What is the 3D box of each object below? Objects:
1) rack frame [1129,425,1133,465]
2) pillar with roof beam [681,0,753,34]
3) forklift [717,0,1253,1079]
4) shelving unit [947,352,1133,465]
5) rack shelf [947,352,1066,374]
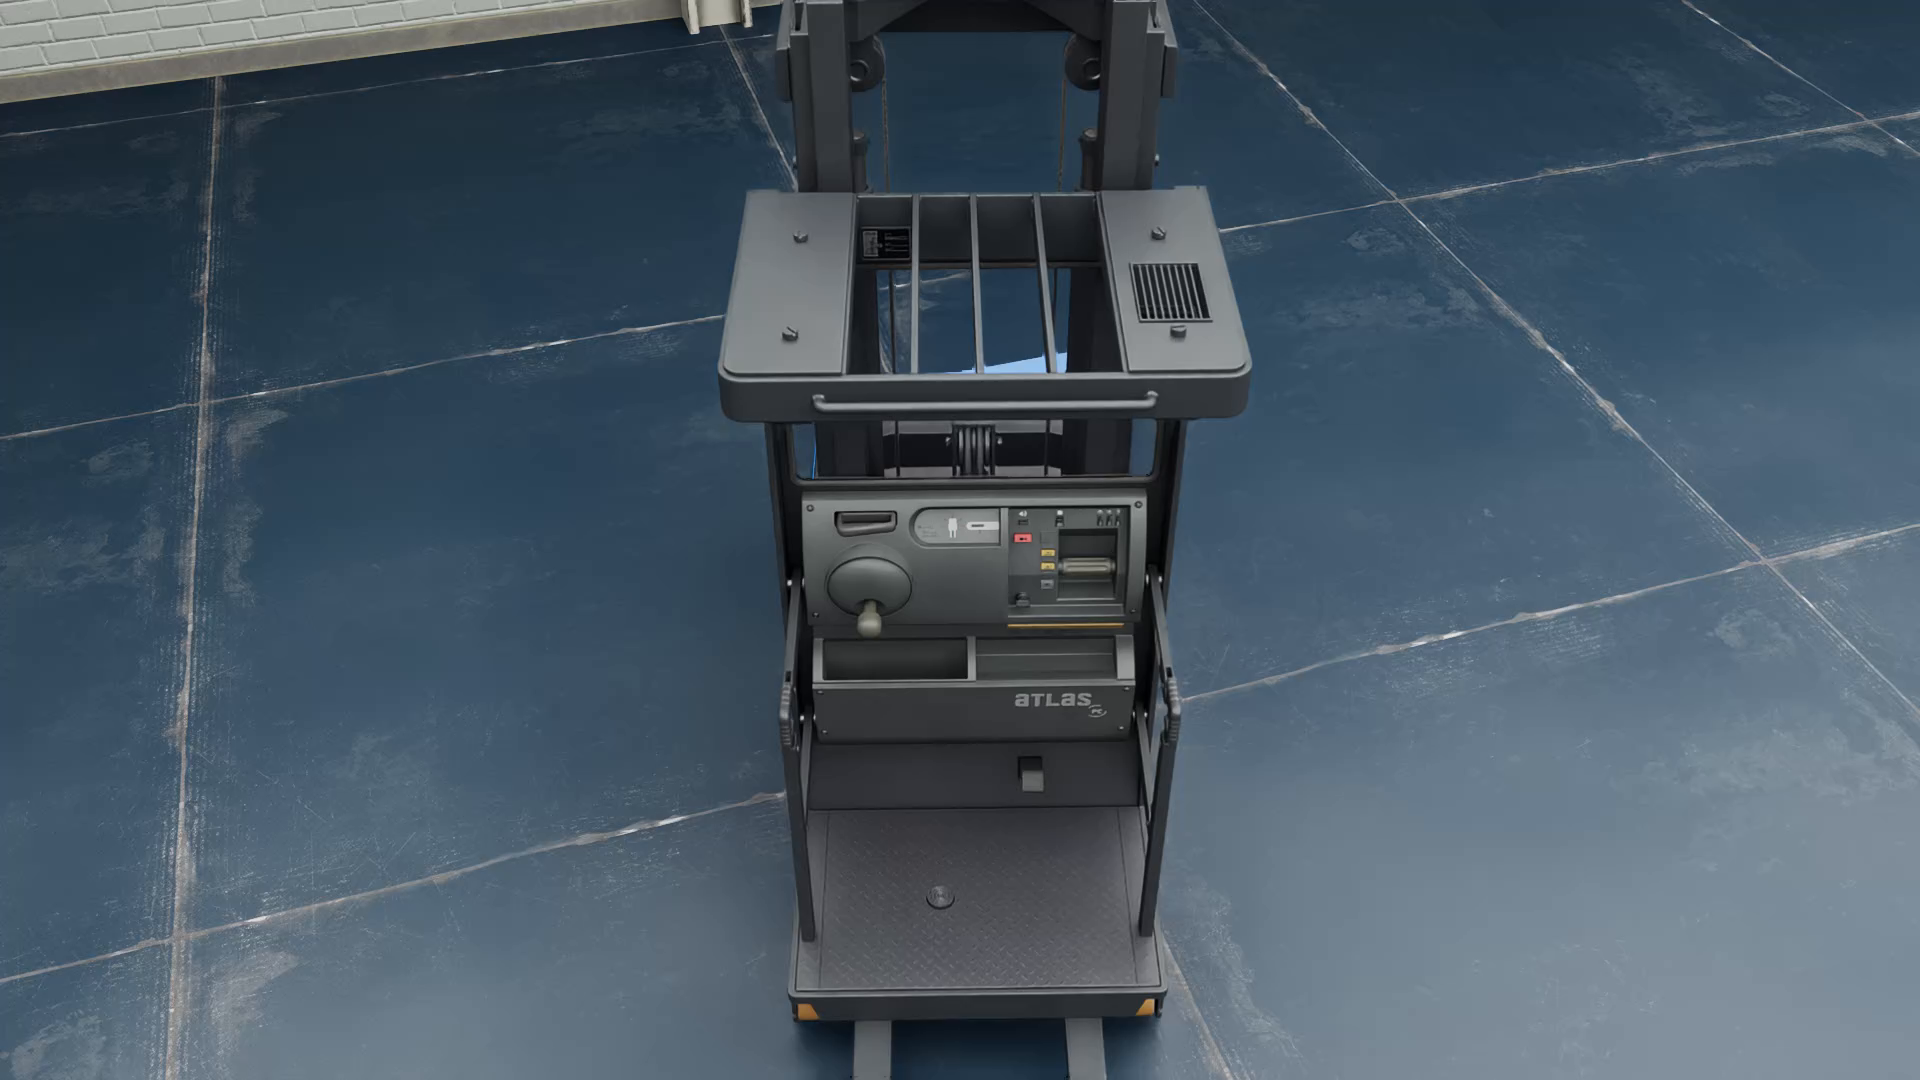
[{"bbox_3d":[0.566,-0.682,6.391,0.032,1.500,0.500,-12,42,-13],"label":"rack frame"},{"bbox_3d":[-0.242,-3.972,4.457,0.400,9.000,9.100,-12,42,-13],"label":"pillar with roof beam"},{"bbox_3d":[0.045,0.144,4.357,1.130,2.935,3.031,-1,41,-1],"label":"forklift"},{"bbox_3d":[0.081,-0.582,6.276,1.048,1.500,0.538,-12,42,-13],"label":"shelving unit"},{"bbox_3d":[0.081,-0.446,6.394,1.000,0.185,0.538,-12,42,-13],"label":"rack shelf"}]
